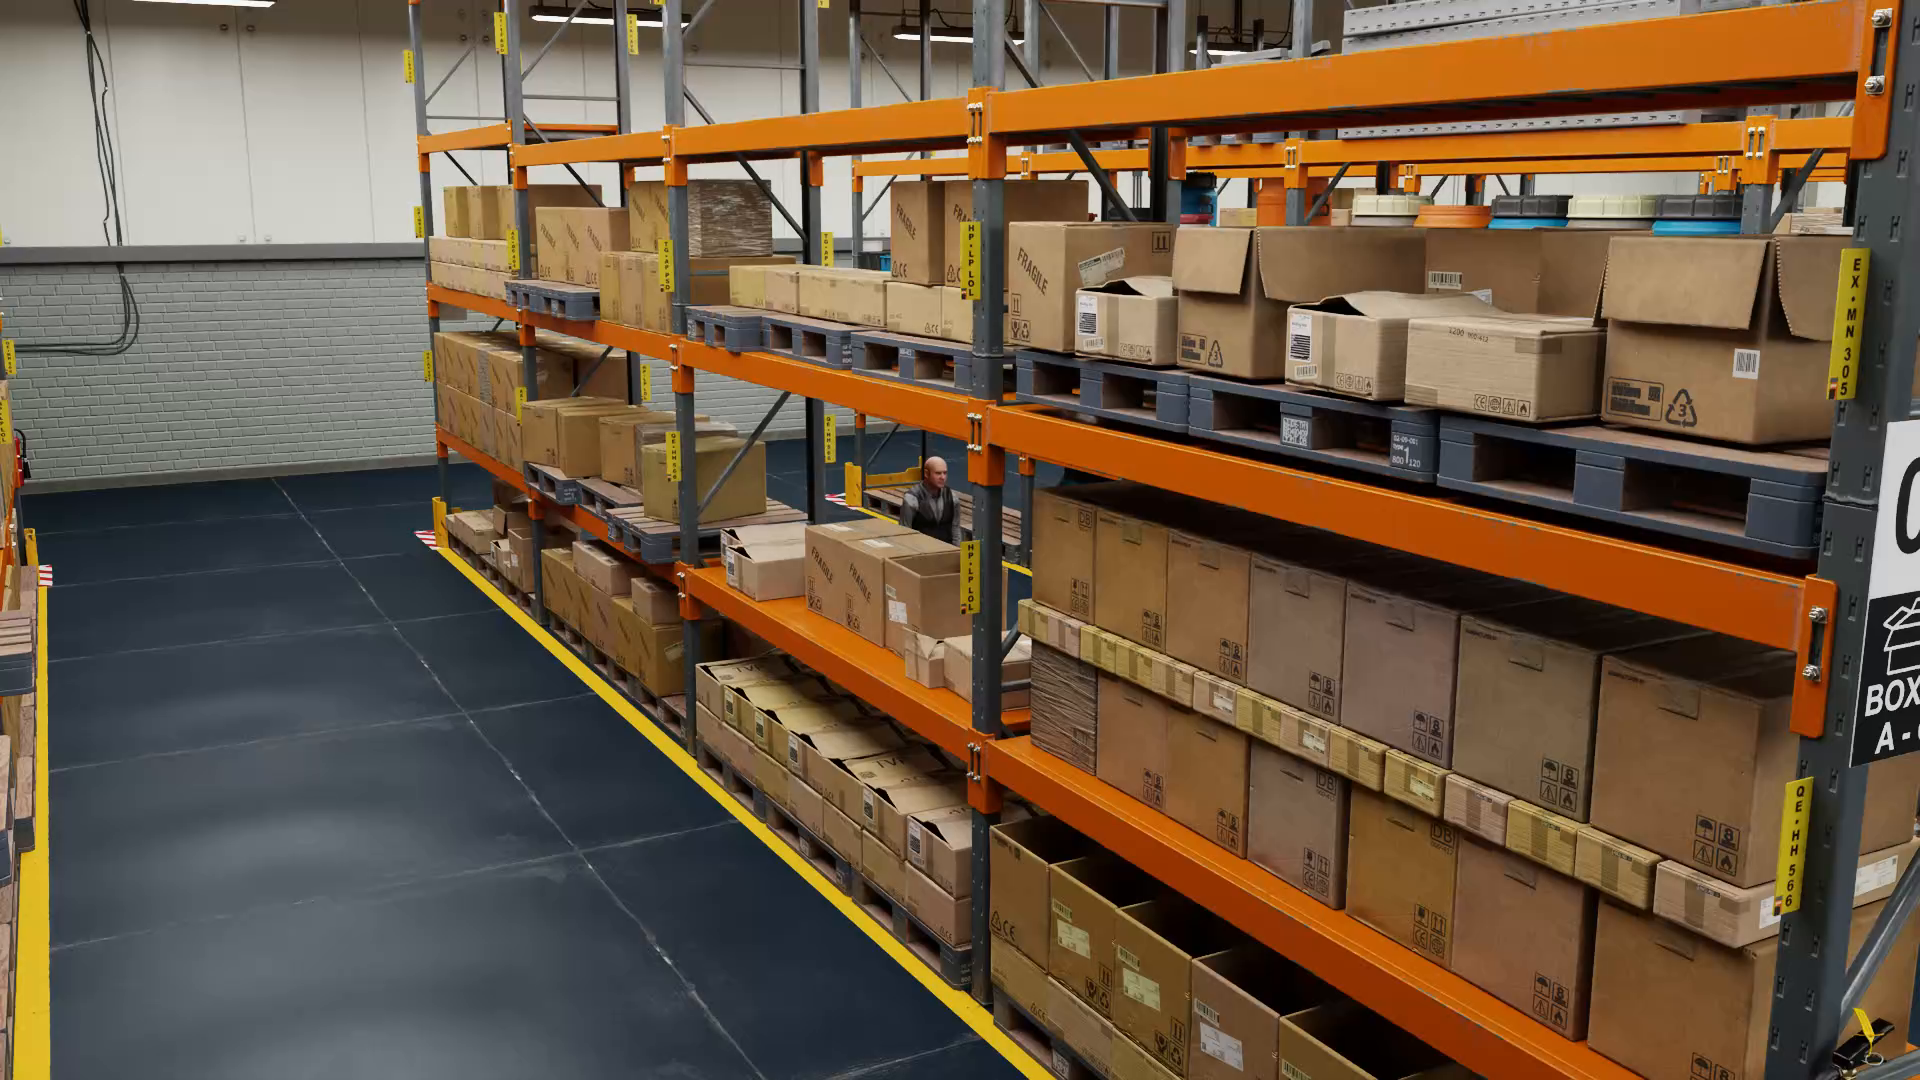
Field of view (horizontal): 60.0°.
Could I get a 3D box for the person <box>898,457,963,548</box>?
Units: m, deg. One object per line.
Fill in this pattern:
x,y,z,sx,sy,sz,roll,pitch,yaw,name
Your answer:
-0.230,0.193,13.065,0.591,1.722,0.465,-7,13,-30,person
